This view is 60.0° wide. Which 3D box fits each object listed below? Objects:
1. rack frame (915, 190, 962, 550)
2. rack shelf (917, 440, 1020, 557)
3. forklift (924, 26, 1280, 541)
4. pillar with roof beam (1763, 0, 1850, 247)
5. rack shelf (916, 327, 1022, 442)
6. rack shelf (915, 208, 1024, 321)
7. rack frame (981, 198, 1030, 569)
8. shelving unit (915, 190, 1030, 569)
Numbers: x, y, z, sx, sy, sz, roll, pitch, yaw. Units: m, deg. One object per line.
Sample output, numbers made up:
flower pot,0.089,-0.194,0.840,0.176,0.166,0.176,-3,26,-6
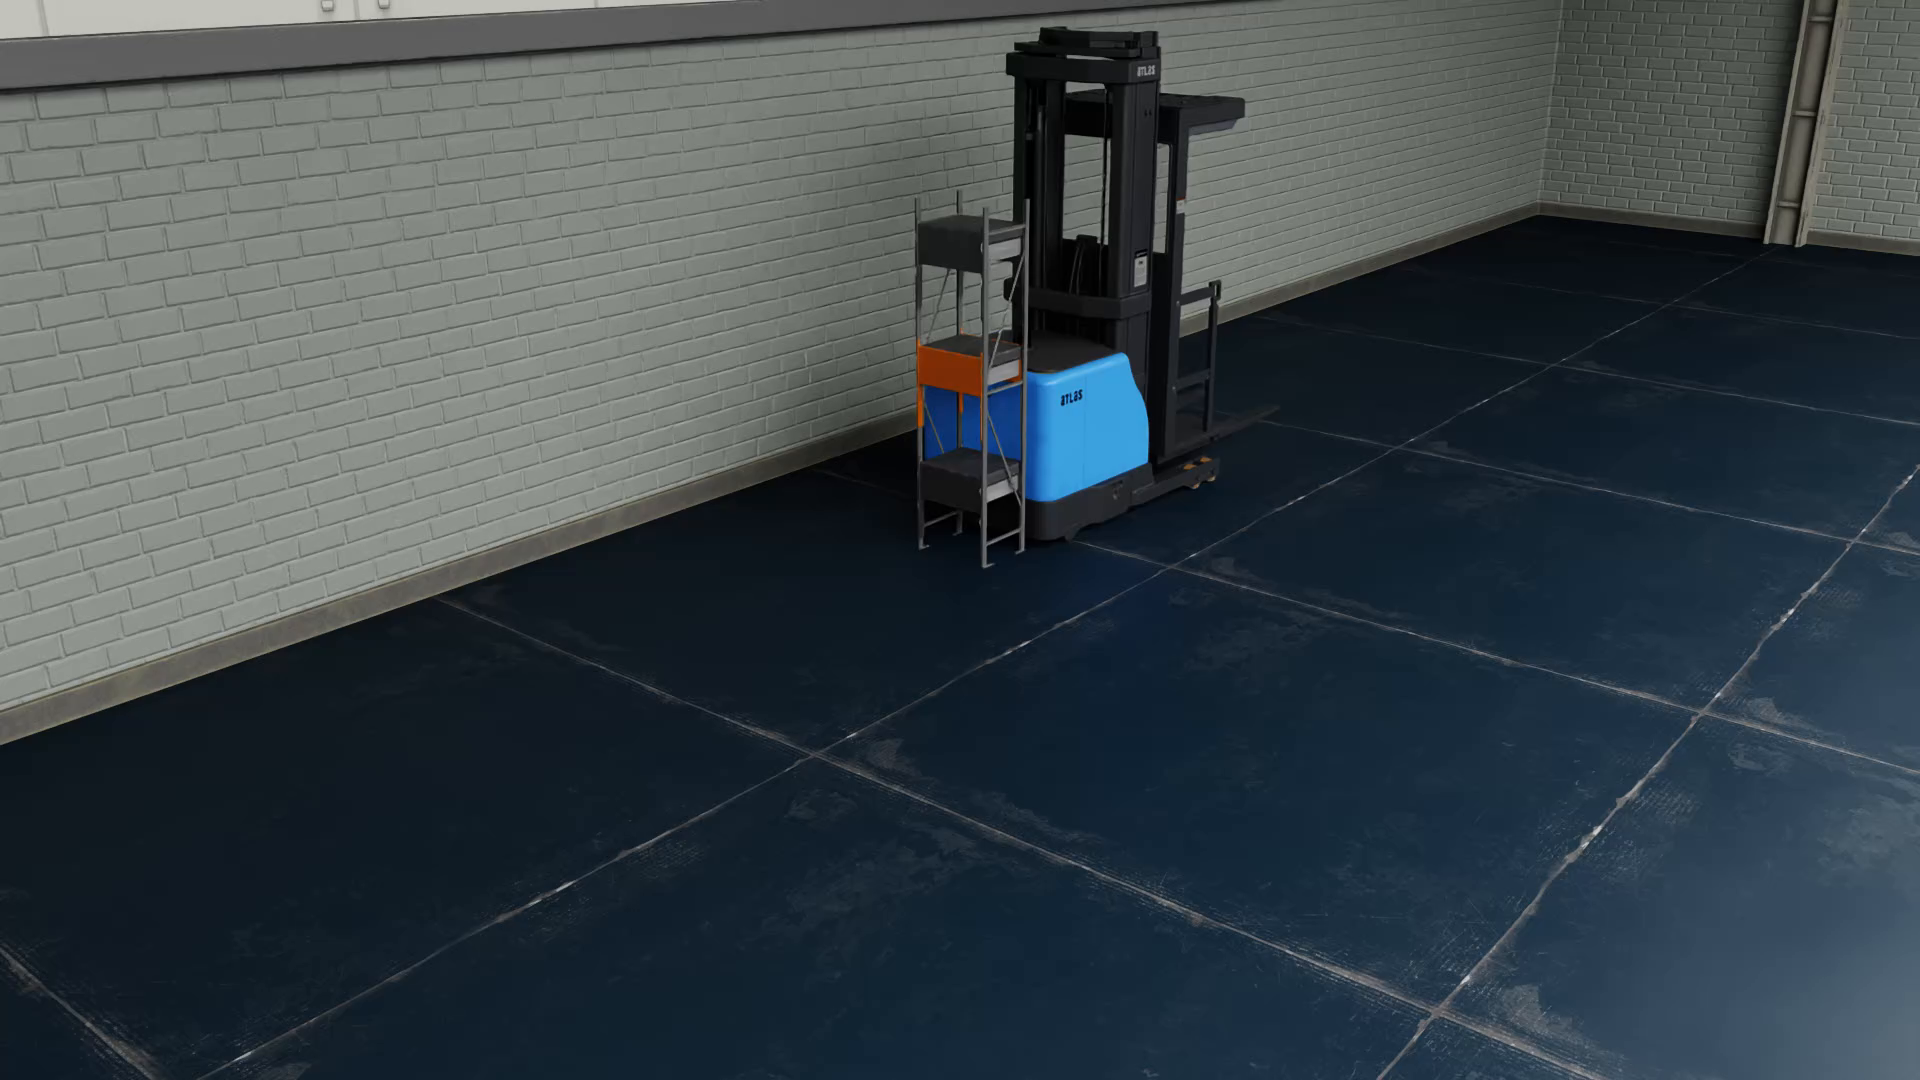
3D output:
rack frame,-0.121,-0.975,9.779,0.015,2.100,0.400,16,26,37
rack shelf,0.067,-0.253,9.885,0.480,0.518,0.431,16,26,37
forklift,1.102,-1.812,10.818,1.130,2.935,3.031,17,26,37
pillar with roof beam,6.848,-6.478,14.593,0.400,9.000,9.100,16,26,36
rack shelf,0.067,-0.908,9.638,0.480,0.518,0.431,16,26,37
rack shelf,0.067,-1.563,9.391,0.480,0.518,0.431,16,26,37
rack frame,0.256,-0.866,9.488,0.015,2.100,0.400,16,26,37
shelving unit,0.067,-0.920,9.633,0.503,2.100,0.431,16,26,37
